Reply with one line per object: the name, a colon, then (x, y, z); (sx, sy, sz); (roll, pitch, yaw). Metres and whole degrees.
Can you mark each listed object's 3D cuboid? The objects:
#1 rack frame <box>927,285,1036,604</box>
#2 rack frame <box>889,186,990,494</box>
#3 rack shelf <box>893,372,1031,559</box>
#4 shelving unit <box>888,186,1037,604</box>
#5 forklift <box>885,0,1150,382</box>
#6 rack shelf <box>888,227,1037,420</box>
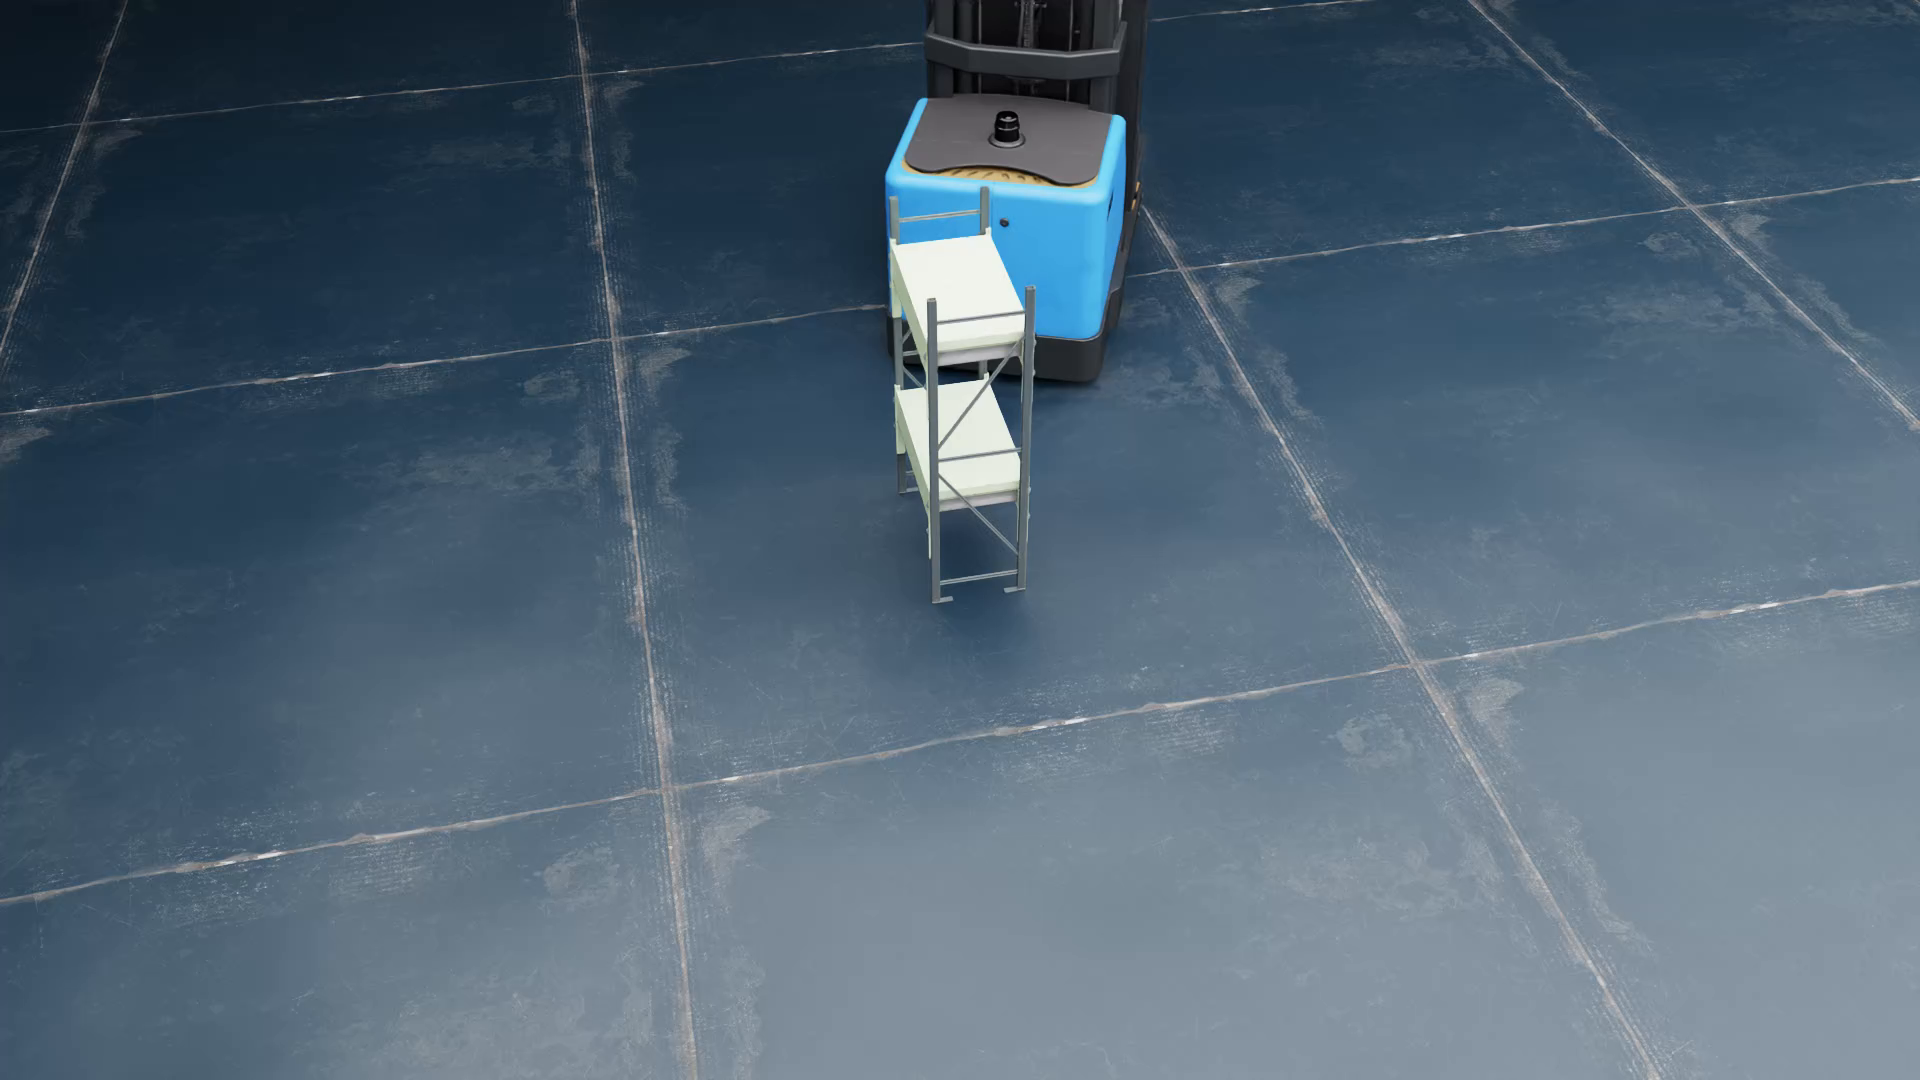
rack frame: (0.078, -0.328, 6.490); (0.400, 1.500, 0.023); (-8, 42, -9)
rack frame: (-0.080, -0.802, 7.024); (0.400, 1.500, 0.023); (-8, 42, -9)
rack shelf: (-0.001, -0.321, 6.973); (0.431, 0.370, 0.720); (-8, 42, -9)
shelving unit: (-0.001, -0.565, 6.757); (0.431, 1.500, 0.755); (-8, 42, -9)
forklift: (0.420, -2.843, 8.244); (1.130, 2.935, 3.031); (7, 42, 8)
rack shelf: (-0.001, -0.857, 6.498); (0.431, 0.370, 0.720); (-8, 42, -9)
